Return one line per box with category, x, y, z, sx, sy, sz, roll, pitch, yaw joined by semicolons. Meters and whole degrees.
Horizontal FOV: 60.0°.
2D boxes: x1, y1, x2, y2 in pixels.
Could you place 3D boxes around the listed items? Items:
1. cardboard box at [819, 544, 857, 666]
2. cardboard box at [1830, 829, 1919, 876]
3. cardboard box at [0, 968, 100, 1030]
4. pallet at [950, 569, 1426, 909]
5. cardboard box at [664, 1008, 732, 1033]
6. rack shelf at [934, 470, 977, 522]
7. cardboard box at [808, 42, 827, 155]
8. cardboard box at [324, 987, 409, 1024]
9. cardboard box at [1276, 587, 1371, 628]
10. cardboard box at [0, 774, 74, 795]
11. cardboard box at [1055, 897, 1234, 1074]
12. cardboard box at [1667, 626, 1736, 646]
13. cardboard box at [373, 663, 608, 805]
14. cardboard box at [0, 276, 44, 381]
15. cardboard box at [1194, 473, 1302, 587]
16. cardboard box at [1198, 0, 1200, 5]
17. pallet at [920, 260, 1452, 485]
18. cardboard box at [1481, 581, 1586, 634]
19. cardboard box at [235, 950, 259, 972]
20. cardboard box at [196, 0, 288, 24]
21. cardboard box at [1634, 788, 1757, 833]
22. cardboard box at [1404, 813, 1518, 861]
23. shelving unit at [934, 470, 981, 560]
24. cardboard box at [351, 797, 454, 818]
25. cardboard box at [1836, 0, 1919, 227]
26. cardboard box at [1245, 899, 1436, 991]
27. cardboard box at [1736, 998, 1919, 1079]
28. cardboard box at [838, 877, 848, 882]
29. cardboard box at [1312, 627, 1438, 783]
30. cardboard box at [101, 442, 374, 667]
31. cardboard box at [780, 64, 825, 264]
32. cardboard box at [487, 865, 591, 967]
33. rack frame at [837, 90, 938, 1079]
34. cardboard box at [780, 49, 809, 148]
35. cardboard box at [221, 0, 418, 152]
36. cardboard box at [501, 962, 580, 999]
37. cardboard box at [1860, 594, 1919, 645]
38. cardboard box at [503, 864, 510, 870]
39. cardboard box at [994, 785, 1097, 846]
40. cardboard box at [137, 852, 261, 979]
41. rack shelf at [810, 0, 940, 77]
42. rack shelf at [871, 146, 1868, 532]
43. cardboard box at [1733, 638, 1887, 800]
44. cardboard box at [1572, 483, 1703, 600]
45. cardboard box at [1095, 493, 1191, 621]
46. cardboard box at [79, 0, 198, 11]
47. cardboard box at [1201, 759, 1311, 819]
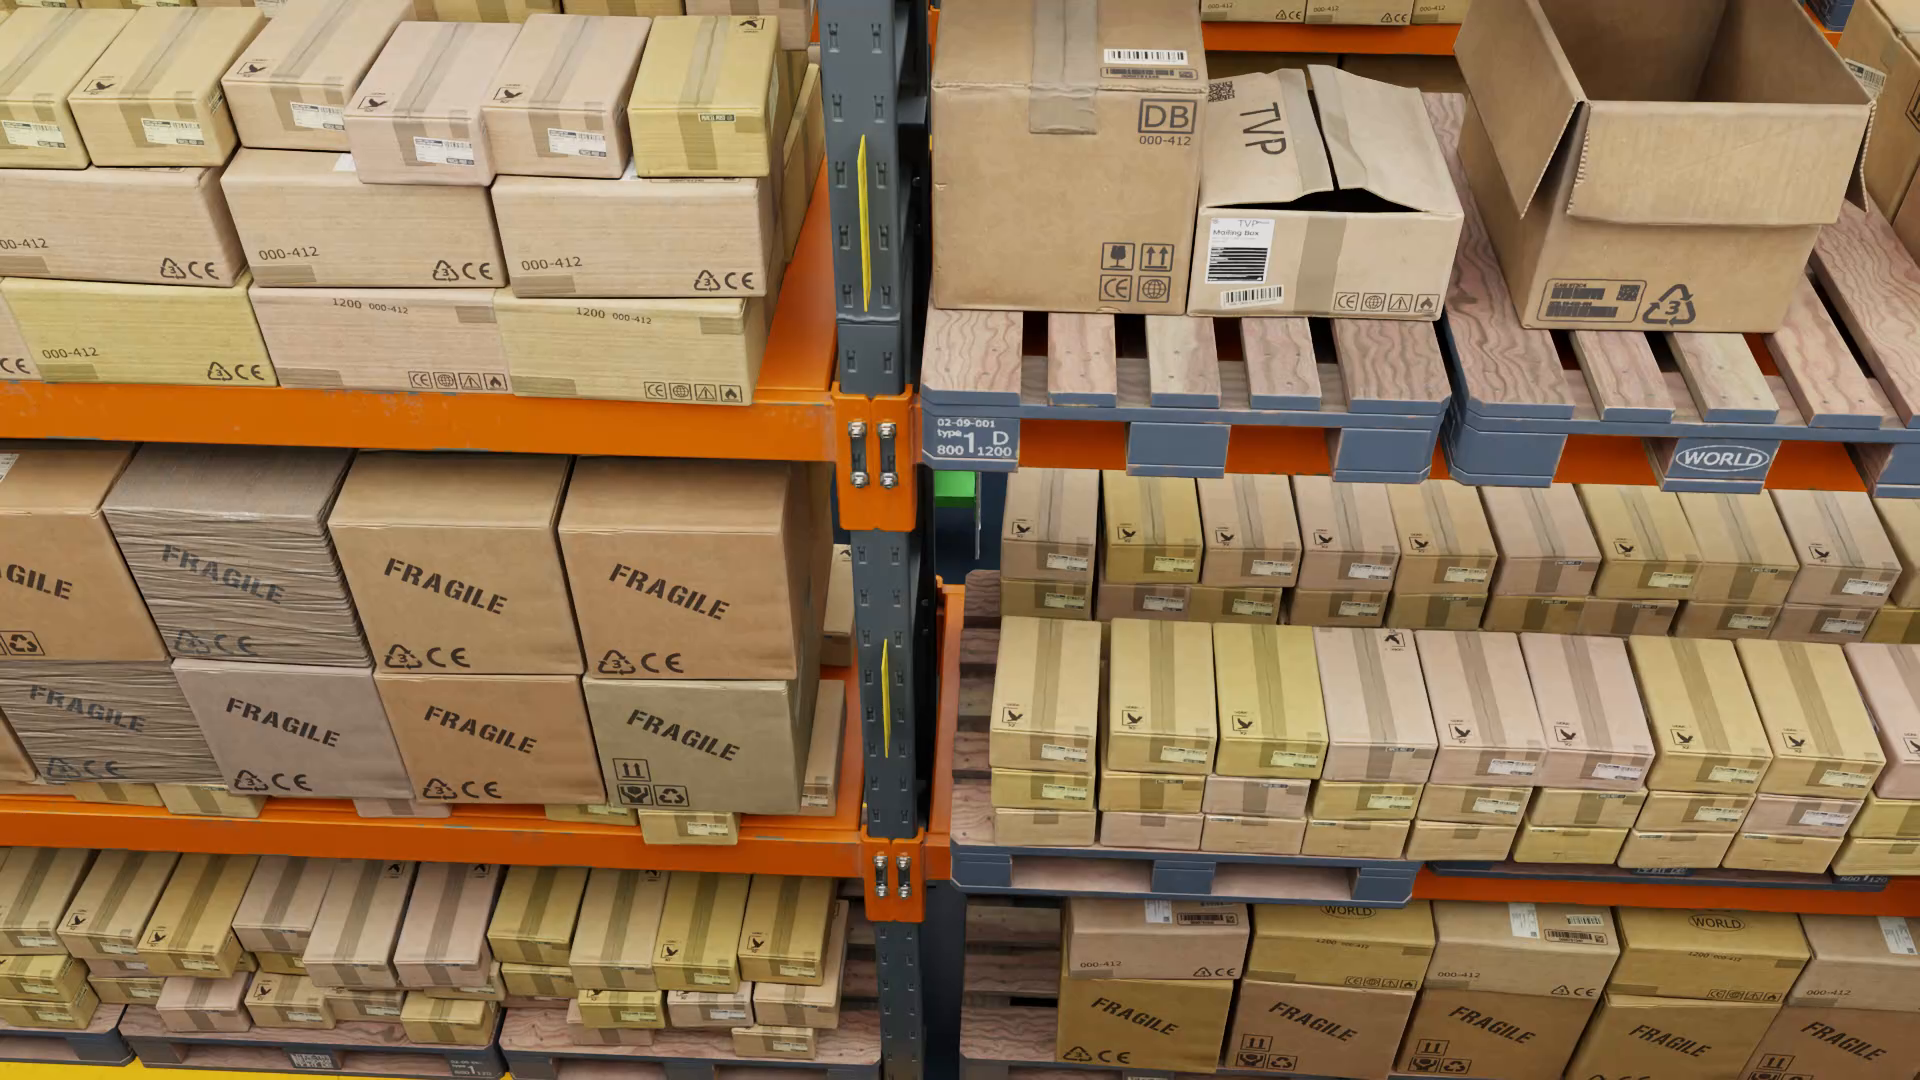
cardboard box;-0.429;0.190;5.030;0.250;0.149;0.380;3;43;3
cardboard box;2.299;0.655;4.223;0.250;0.149;0.380;0;43;0
cardboard box;-2.883;1.368;5.364;0.250;0.149;0.380;2;43;2
pallet;0.596;0.522;4.630;1.213;0.211;1.003;2;43;2
cardboard box;-0.823;1.374;5.358;0.250;0.149;0.380;3;43;3
rack shelf;-0.165;-0.222;7.054;0.480;0.148;0.258;2;43;2
cardboard box;-0.661;-2.353;9.147;0.875;0.438;0.875;1;43;1
cardboard box;-1.859;1.353;5.380;0.250;0.149;0.380;3;43;3
cardboard box;1.004;0.170;4.743;0.250;0.149;0.380;0;43;0
cardboard box;-2.545;0.523;4.673;0.250;0.149;0.380;1;43;1
cardboard box;0.566;1.294;5.186;0.500;0.500;0.500;3;43;4
cardboard box;2.073;0.200;4.711;0.250;0.149;0.380;2;43;2
cardboard box;-1.175;0.345;4.388;0.500;0.500;0.500;1;43;1
cardboard box;-2.163;-0.599;3.602;0.500;0.250;0.500;2;43;2
cardboard box;0.776;-0.054;4.547;0.250;0.149;0.380;0;43;1
cardboard box;0.906;-2.781;8.145;0.500;0.250;0.500;1;43;1
pallet;0.451;-0.608;3.639;1.003;0.211;1.213;2;43;2
cardboard box;1.563;0.075;4.627;0.250;0.149;0.380;2;43;2
cardboard box;-2.332;1.178;5.350;0.250;0.149;0.380;4;43;4
cardboard box;-1.481;-1.249;3.640;0.250;0.149;0.380;1;43;1
cardboard box;1.775;0.531;4.138;0.250;0.149;0.380;1;43;1
cardboard box;1.244;0.624;4.256;0.250;0.149;0.380;0;43;0
shelving unit;-0.165;-0.444;6.846;0.503;1.200;0.258;2;43;2
cardboard box;-1.512;0.577;4.614;0.250;0.149;0.380;0;43;0
cardboard box;2.277;-0.903;3.745;0.500;0.500;0.500;2;43;2
cardboard box;1.098;1.033;4.916;0.500;0.250;0.500;3;43;3
cardboard box;2.648;1.353;5.123;0.500;0.500;0.500;3;43;4
cardboard box;-0.510;0.989;5.771;0.250;0.149;0.380;0;43;0
cardboard box;0.996;0.399;4.061;0.250;0.149;0.380;1;43;1
cardboard box;-1.670;-0.050;4.078;0.500;0.500;0.500;3;43;3
cardboard box;-0.611;-0.907;3.933;0.500;0.250;0.500;4;43;4
cardboard box;-1.289;1.123;5.191;0.250;0.149;0.380;3;43;3
rack frame;-0.161;0.330;4.696;0.127;3.000;1.000;2;43;2
cardboard box;-0.630;-1.074;3.745;0.500;0.250;0.500;3;43;3
cardboard box;-1.253;-0.934;3.302;0.250;0.149;0.380;3;43;3
cardboard box;-1.275;1.246;5.277;0.250;0.149;0.380;2;43;2
cardboard box;2.572;0.110;4.589;0.250;0.149;0.380;2;43;2
cardboard box;-1.553;0.917;5.630;0.250;0.149;0.380;4;43;4
cardboard box;0.212;0.593;4.289;0.250;0.149;0.380;0;43;0
cardboard box;-2.333;1.153;5.159;0.250;0.149;0.380;2;43;3
rack shelf;-2.036;-2.842;8.628;4.000;0.370;1.077;2;43;2
rack shelf;1.837;-0.443;3.853;4.000;0.370;1.077;2;43;2
cardboard box;2.033;0.429;4.029;0.250;0.149;0.380;4;43;4
cardboard box;1.820;-0.023;4.513;0.250;0.149;0.380;1;43;1
cardboard box;0.509;0.044;4.660;0.250;0.149;0.380;2;43;2
cardboard box;-1.751;-1.289;3.683;0.250;0.149;0.380;4;43;4
cardboard box;0.729;0.498;4.172;0.250;0.149;0.380;3;43;3
